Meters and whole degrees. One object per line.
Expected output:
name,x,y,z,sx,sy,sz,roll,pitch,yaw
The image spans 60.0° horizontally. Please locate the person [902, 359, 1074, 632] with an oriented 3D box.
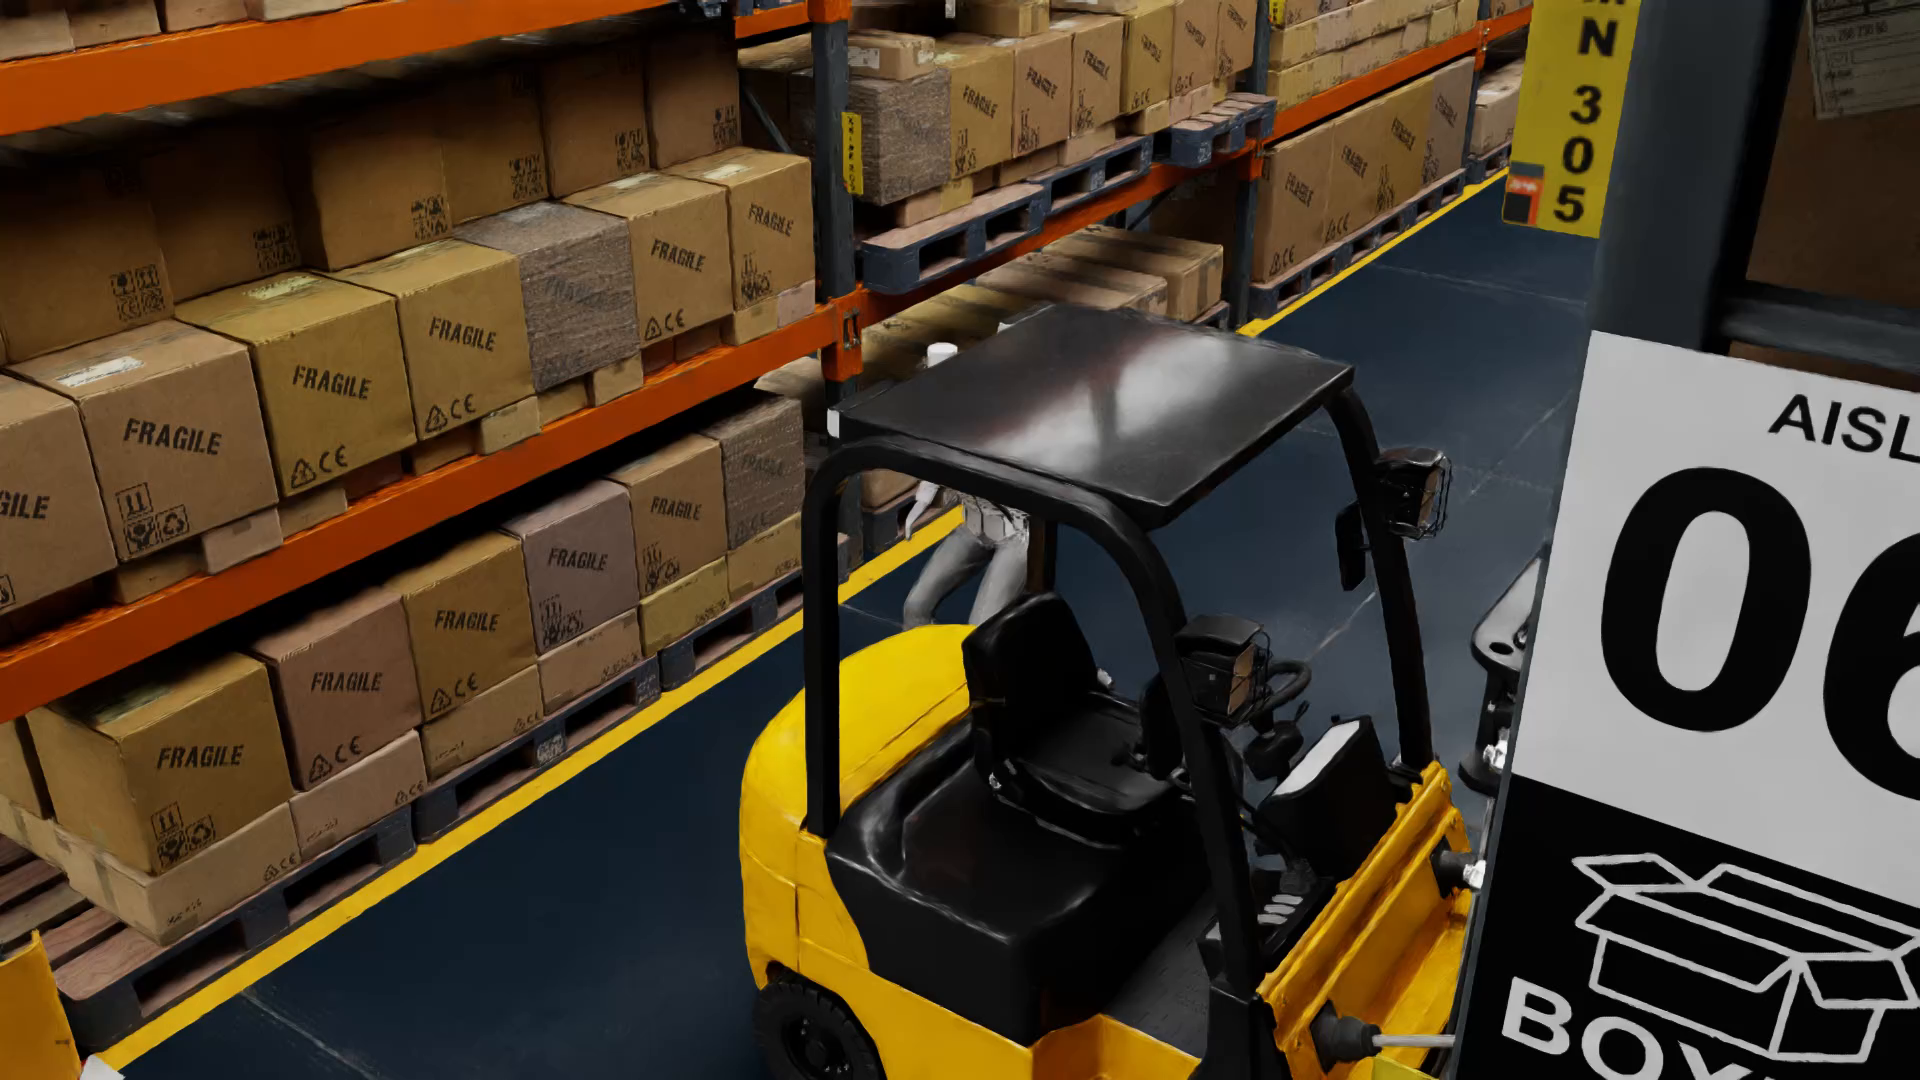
person,0.005,0.012,6.290,0.746,1.486,0.711,-23,35,-38
